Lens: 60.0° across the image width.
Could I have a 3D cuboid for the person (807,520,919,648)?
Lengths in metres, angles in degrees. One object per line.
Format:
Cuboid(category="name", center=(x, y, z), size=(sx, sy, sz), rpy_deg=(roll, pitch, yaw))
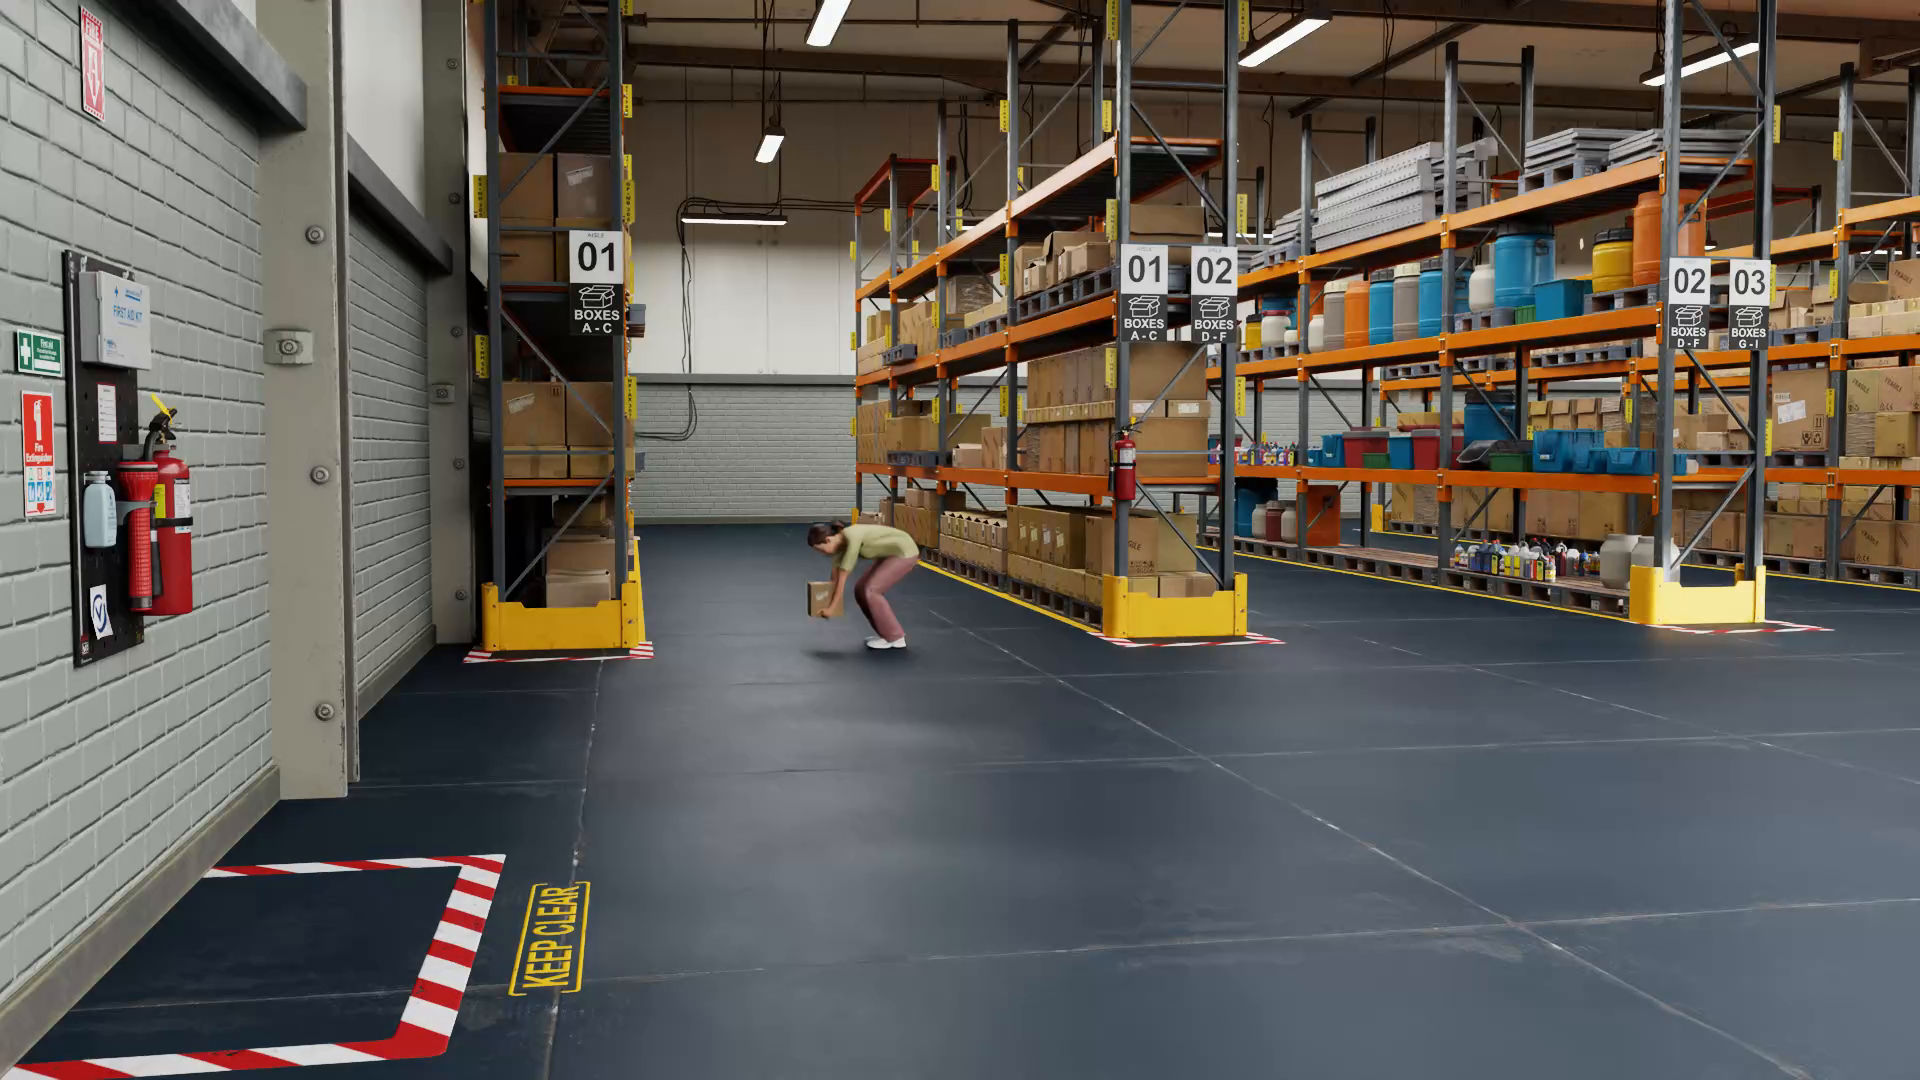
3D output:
Cuboid(category="person", center=(-0.751, 0.359, 12.872), size=(0.868, 0.952, 0.471), rpy_deg=(-1, 3, -14))
